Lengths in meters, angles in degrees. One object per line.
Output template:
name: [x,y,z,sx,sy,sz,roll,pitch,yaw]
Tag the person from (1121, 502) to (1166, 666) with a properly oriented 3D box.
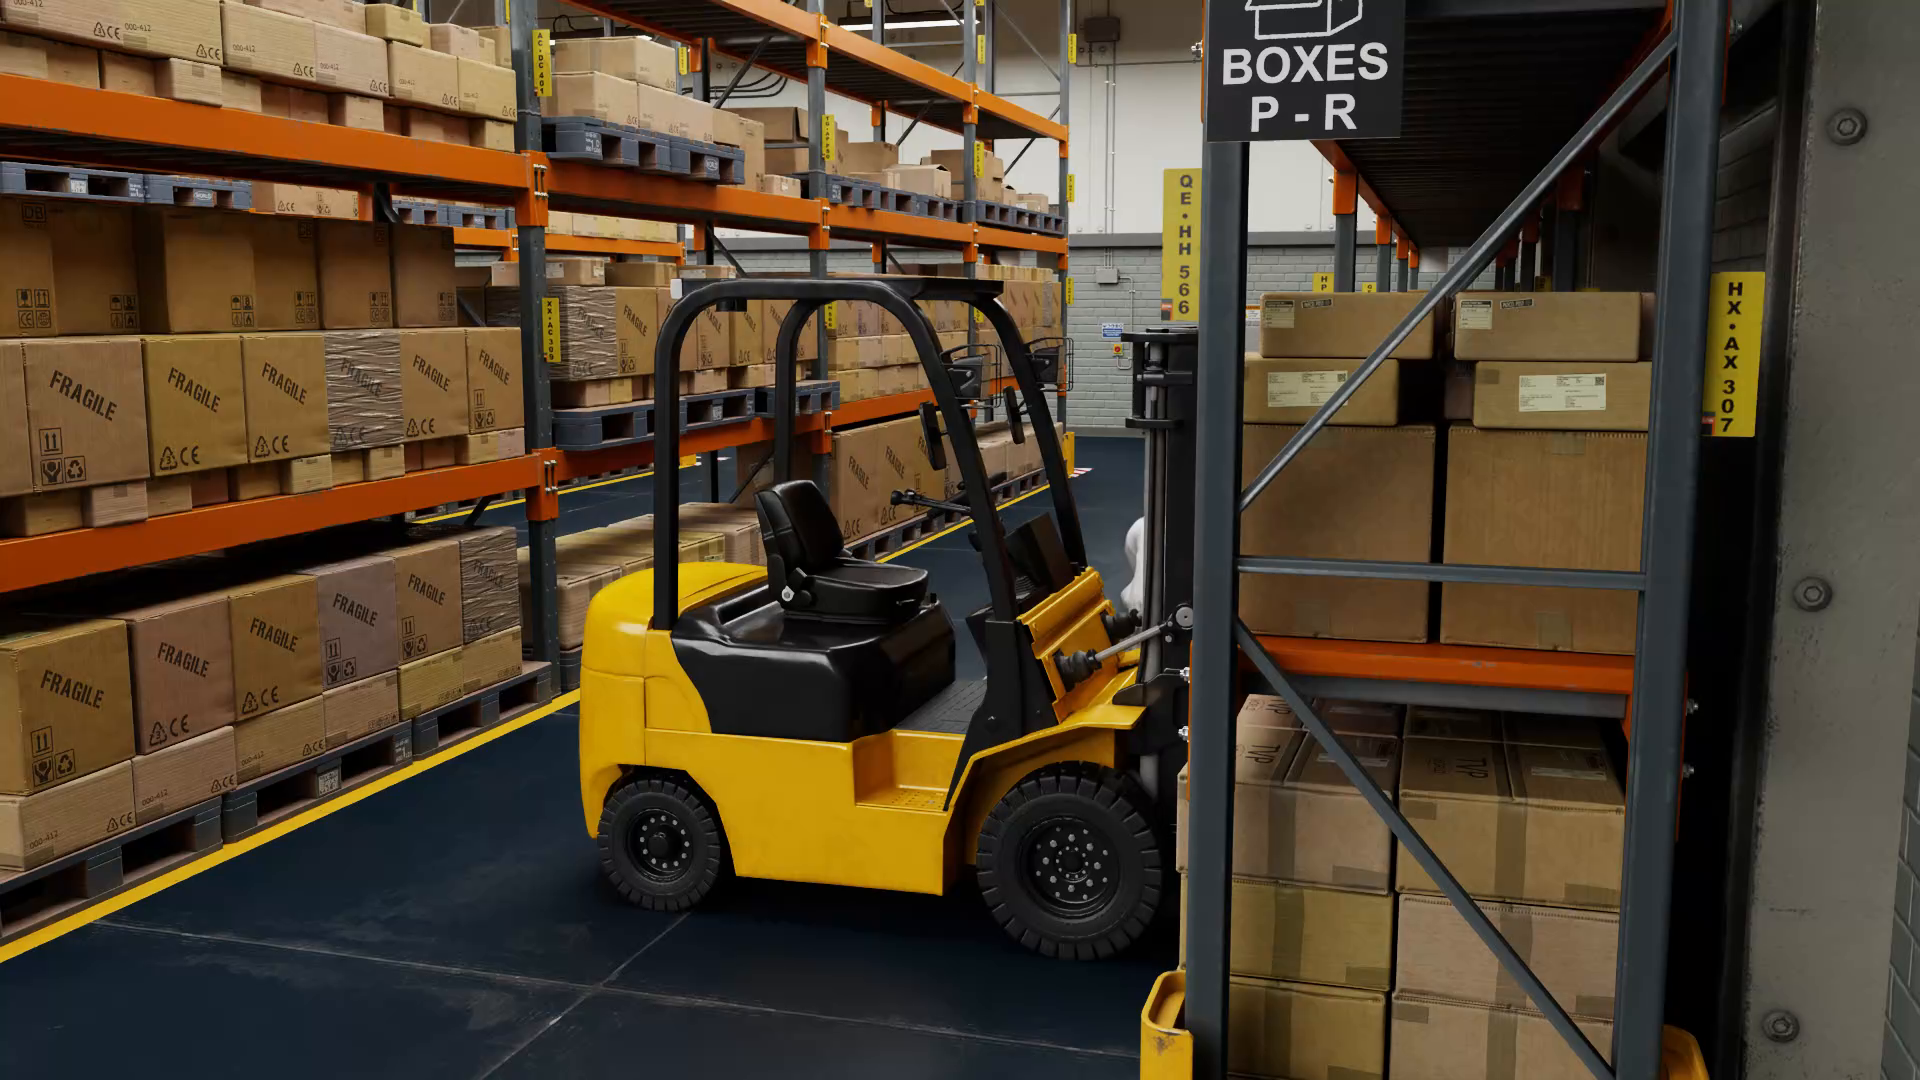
person: [1.201,0.257,9.335,0.579,1.004,0.926,2,8,15]
